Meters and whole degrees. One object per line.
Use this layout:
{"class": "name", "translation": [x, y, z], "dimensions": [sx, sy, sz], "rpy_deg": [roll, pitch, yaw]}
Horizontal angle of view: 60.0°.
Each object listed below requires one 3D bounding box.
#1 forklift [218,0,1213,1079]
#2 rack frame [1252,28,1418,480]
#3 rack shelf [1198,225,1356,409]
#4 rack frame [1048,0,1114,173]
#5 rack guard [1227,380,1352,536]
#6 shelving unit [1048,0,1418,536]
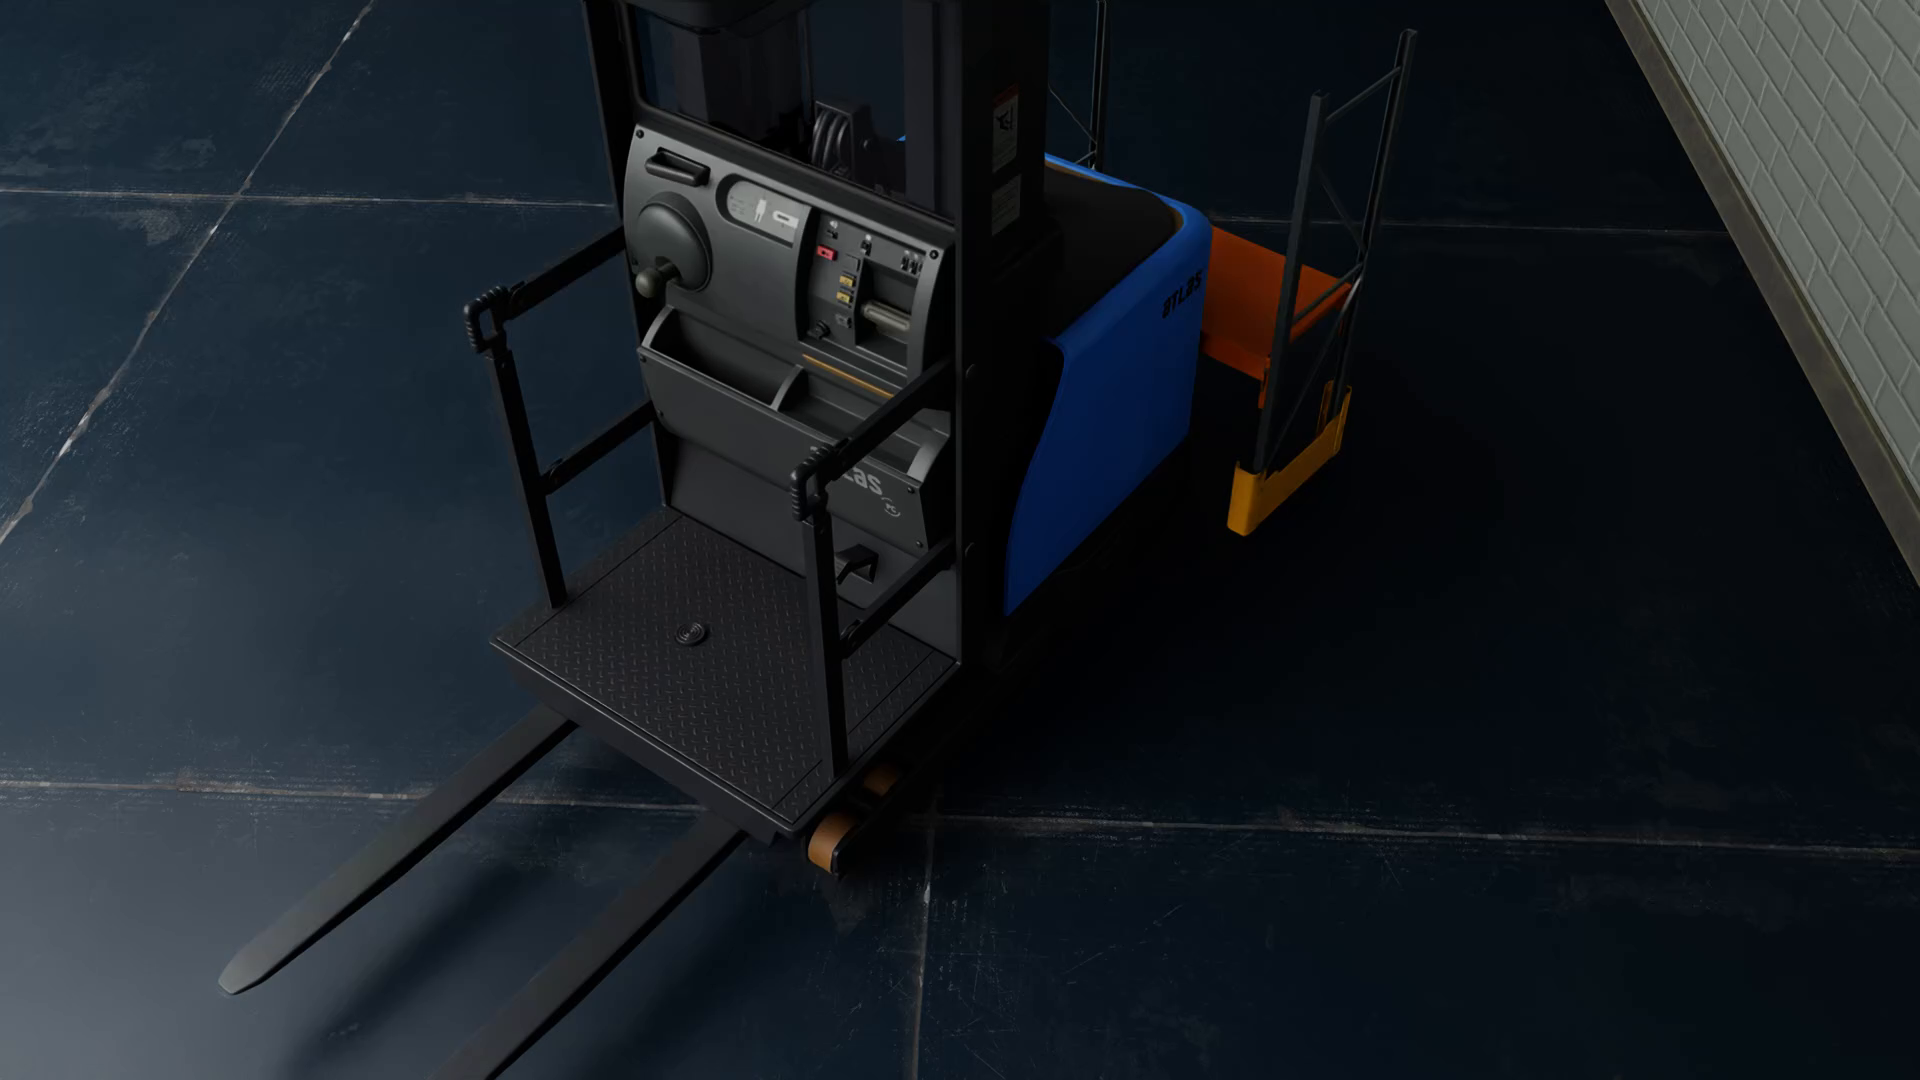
{"class": "forklift", "translation": [-0.550, -0.589, 3.732], "dimensions": [1.130, 2.935, 3.031], "rpy_deg": [27, 49, 26]}
{"class": "rack frame", "translation": [1.078, -0.718, 4.920], "dimensions": [0.032, 1.500, 0.500], "rpy_deg": [30, 51, 28]}
{"class": "rack shelf", "translation": [0.691, -0.812, 5.285], "dimensions": [1.000, 0.185, 0.538], "rpy_deg": [30, 51, 28]}
{"class": "rack frame", "translation": [0.305, -1.169, 5.404], "dimensions": [0.032, 1.500, 0.500], "rpy_deg": [30, 51, 28]}
{"class": "rack guard", "translation": [1.063, -0.269, 5.355], "dimensions": [0.087, 0.250, 0.587], "rpy_deg": [30, 51, 28]}
{"class": "shelving unit", "translation": [0.685, -0.947, 5.167], "dimensions": [1.083, 1.500, 0.587], "rpy_deg": [30, 51, 28]}
